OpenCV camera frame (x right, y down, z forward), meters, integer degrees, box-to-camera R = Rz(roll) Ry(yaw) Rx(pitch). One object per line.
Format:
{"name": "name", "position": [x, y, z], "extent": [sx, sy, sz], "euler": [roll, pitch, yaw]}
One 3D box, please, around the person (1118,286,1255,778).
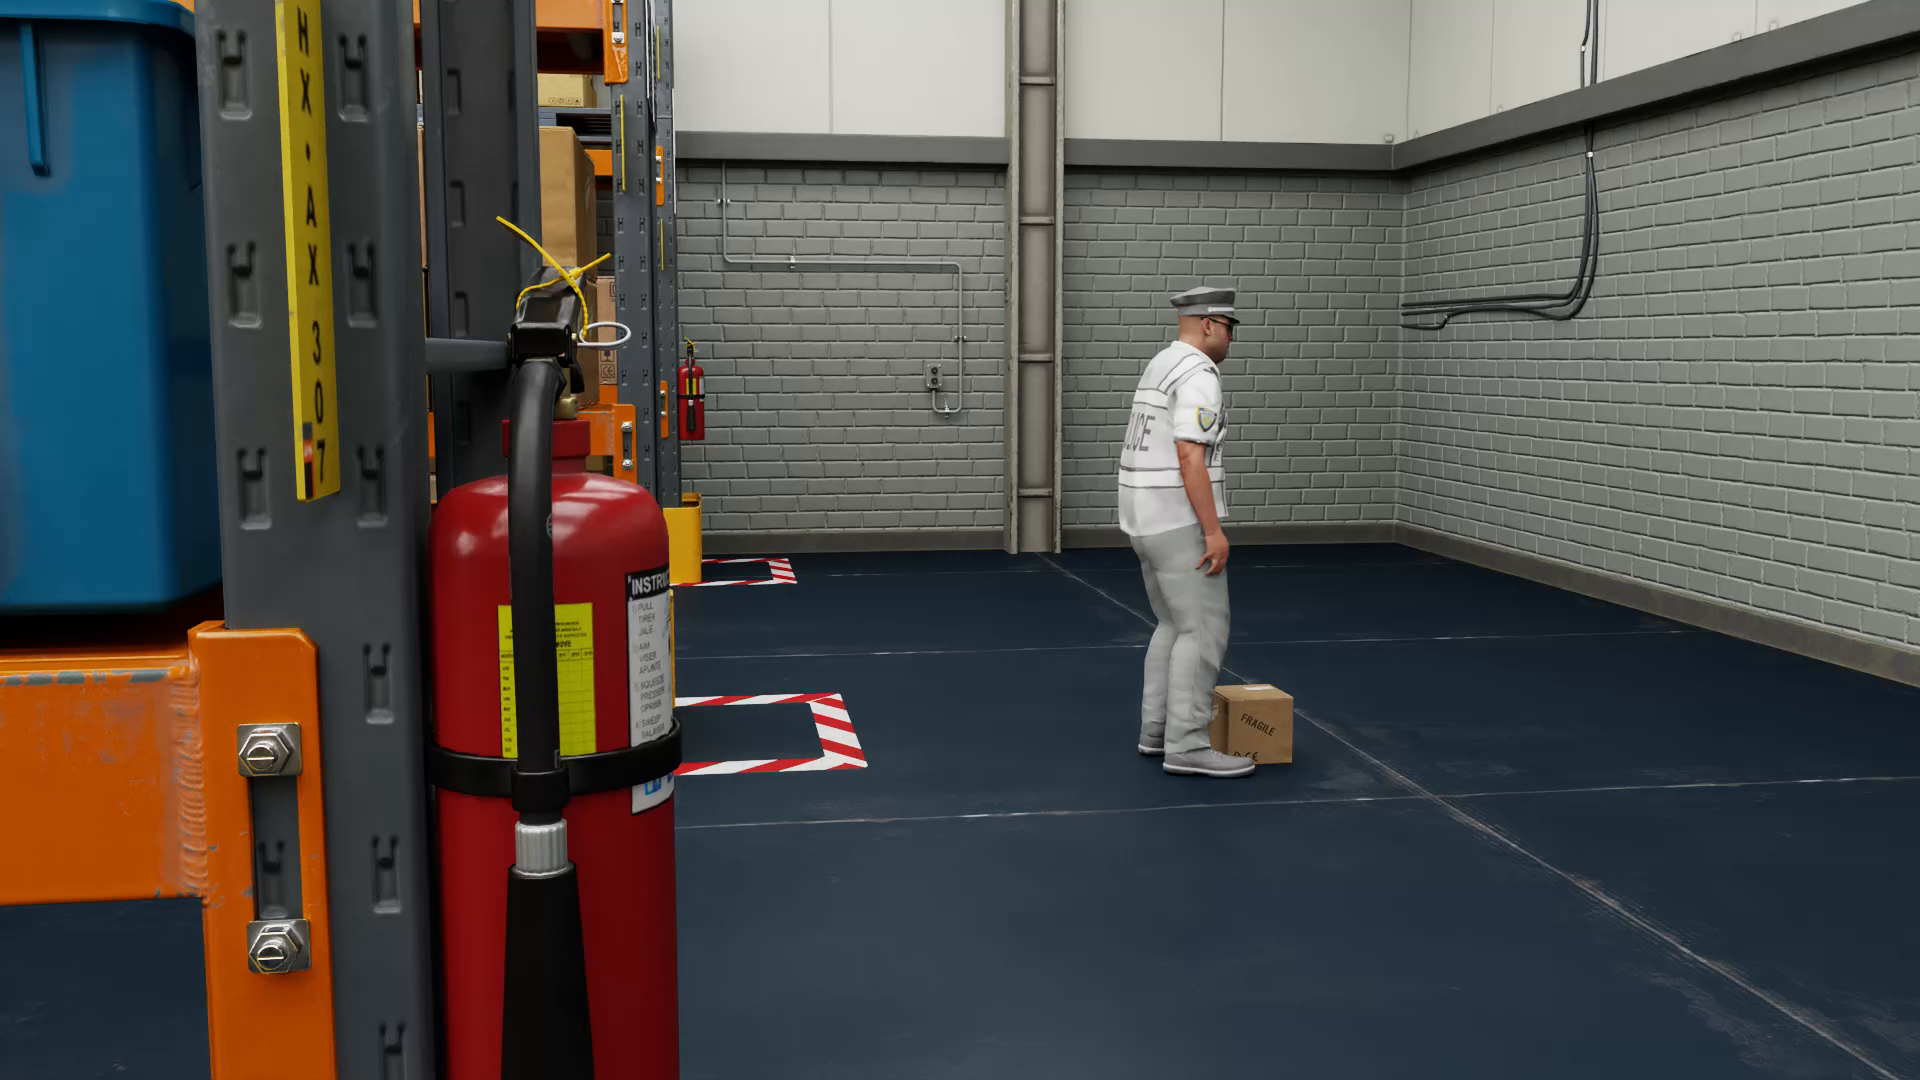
{"name": "person", "position": [0.813, -0.047, 6.094], "extent": [0.438, 1.748, 0.587], "euler": [-1, 7, -8]}
